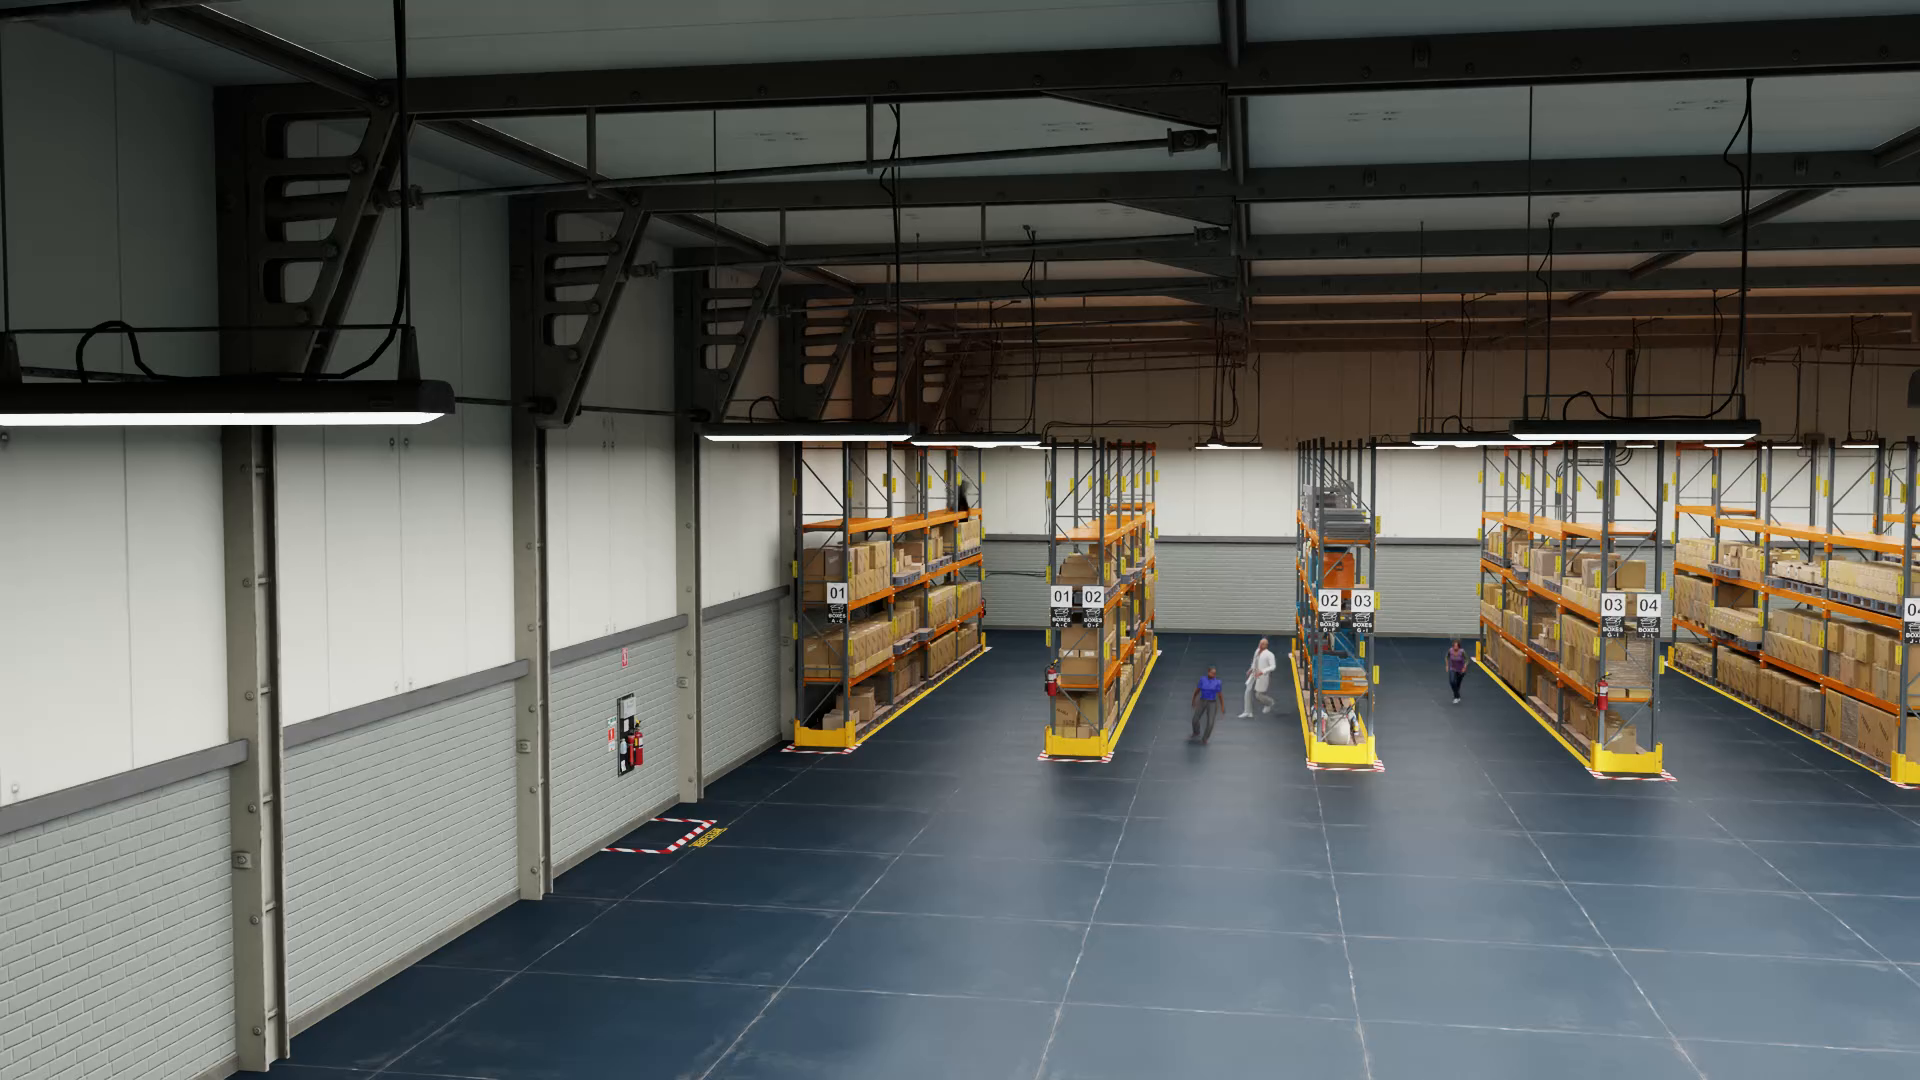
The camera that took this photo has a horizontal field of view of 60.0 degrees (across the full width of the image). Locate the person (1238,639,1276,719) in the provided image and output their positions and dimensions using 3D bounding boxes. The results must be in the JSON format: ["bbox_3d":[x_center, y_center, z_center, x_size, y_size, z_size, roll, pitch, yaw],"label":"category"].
[{"bbox_3d":[6.483,2.966,35.669,0.925,1.731,0.737,-2,4,-37],"label":"person"}]

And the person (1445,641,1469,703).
[{"bbox_3d":[11.406,2.989,38.123,0.540,1.451,0.942,1,3,21],"label":"person"}]

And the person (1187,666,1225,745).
[{"bbox_3d":[4.812,3.209,32.529,0.744,1.575,0.614,1,3,11],"label":"person"}]
